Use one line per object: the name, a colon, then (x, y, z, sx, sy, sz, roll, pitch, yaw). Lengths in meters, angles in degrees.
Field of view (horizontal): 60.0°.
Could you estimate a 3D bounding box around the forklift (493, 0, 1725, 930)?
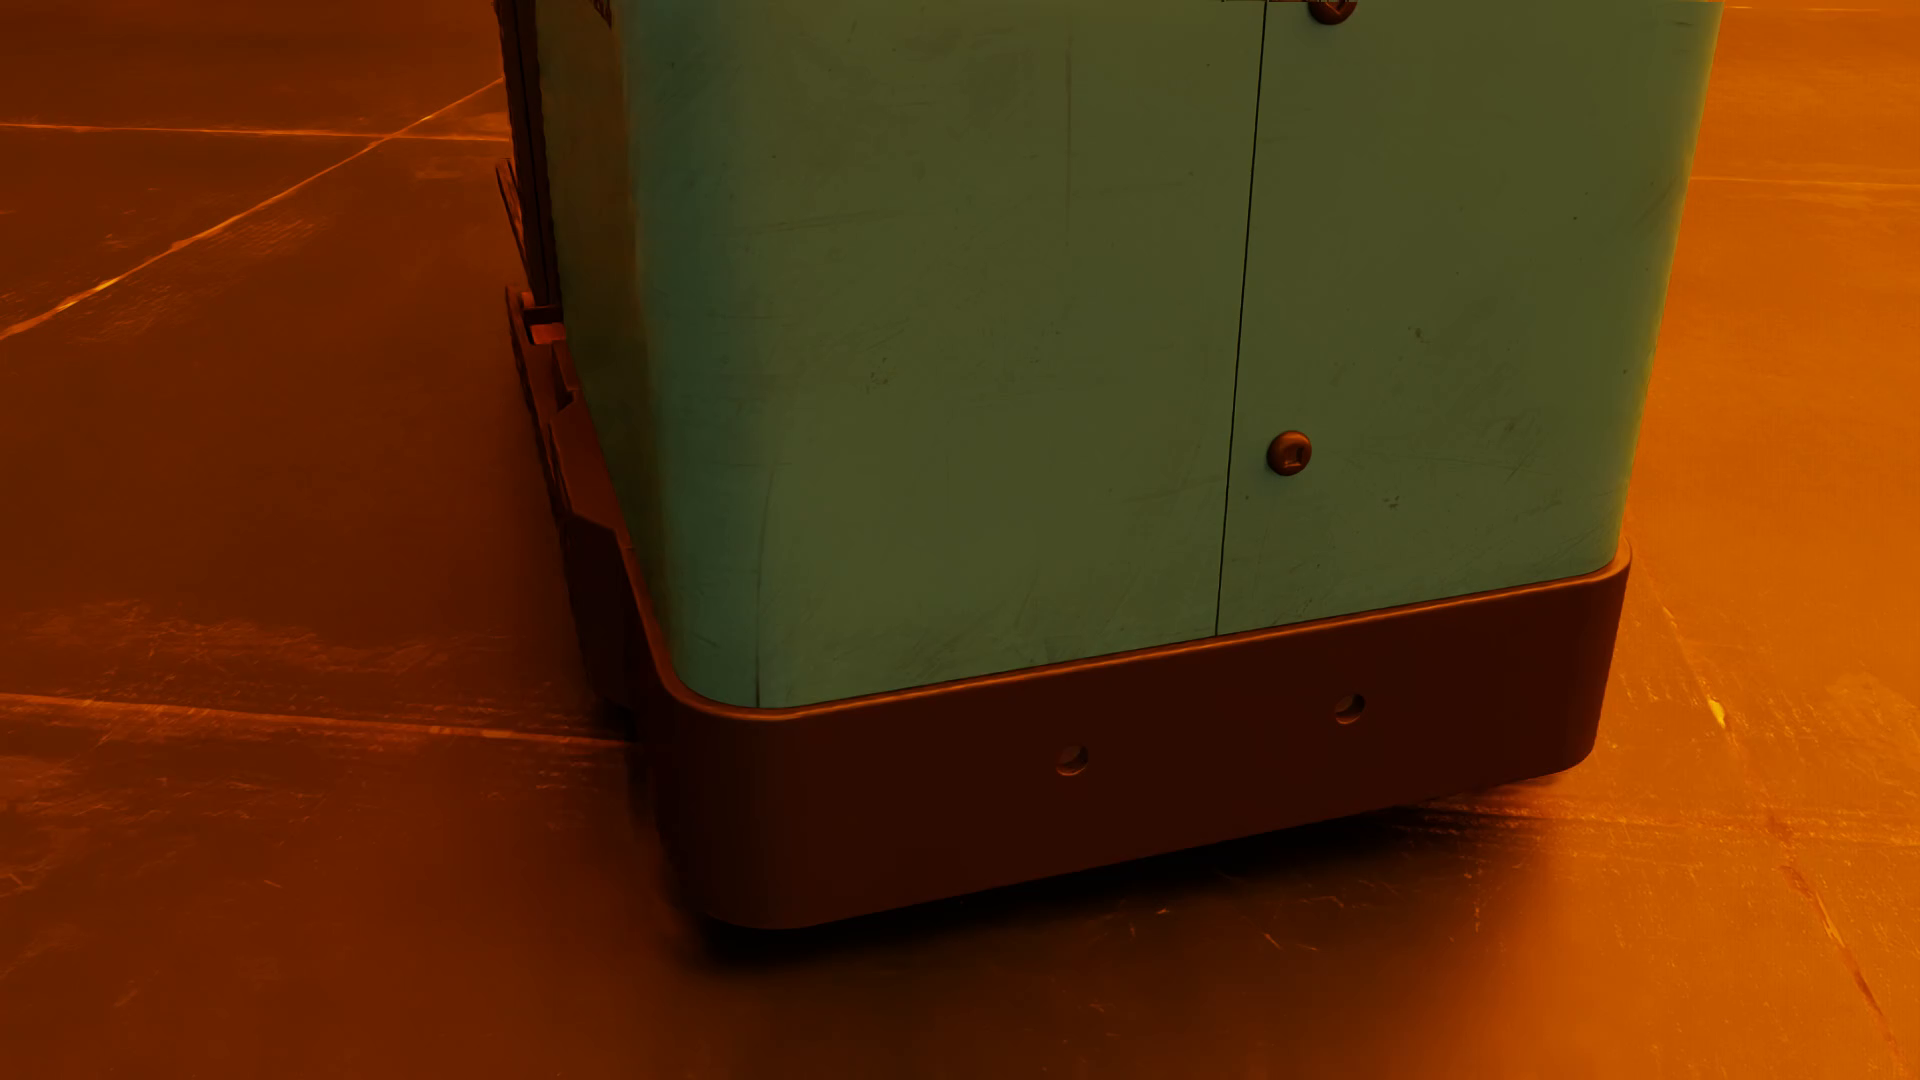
forklift: (-0.212, -1.576, 2.377, 1.130, 2.935, 3.031, -8, 28, -16)
